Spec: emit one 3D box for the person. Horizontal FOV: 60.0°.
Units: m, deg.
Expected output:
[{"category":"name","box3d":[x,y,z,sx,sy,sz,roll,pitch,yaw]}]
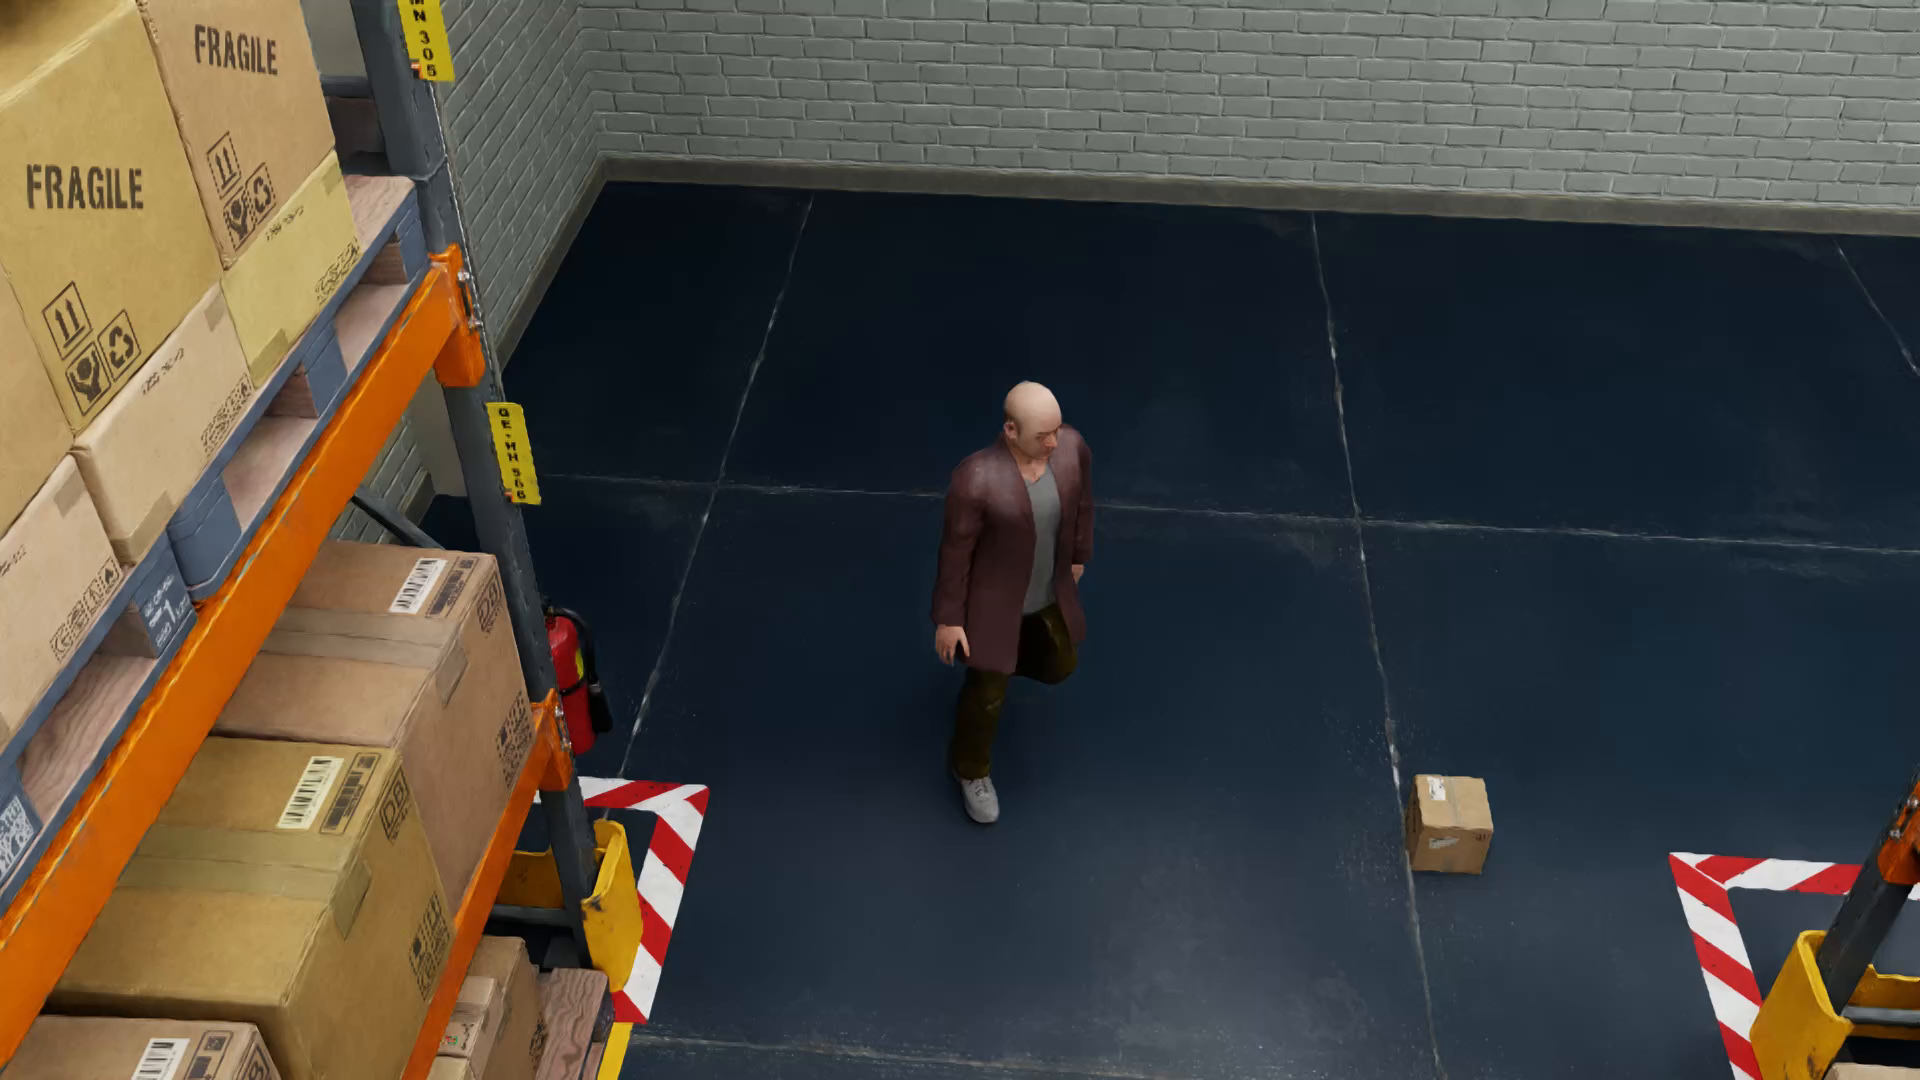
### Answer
[{"category":"person","box3d":[0.140,0.128,6.004,0.692,1.763,0.657,-27,46,-29]}]
